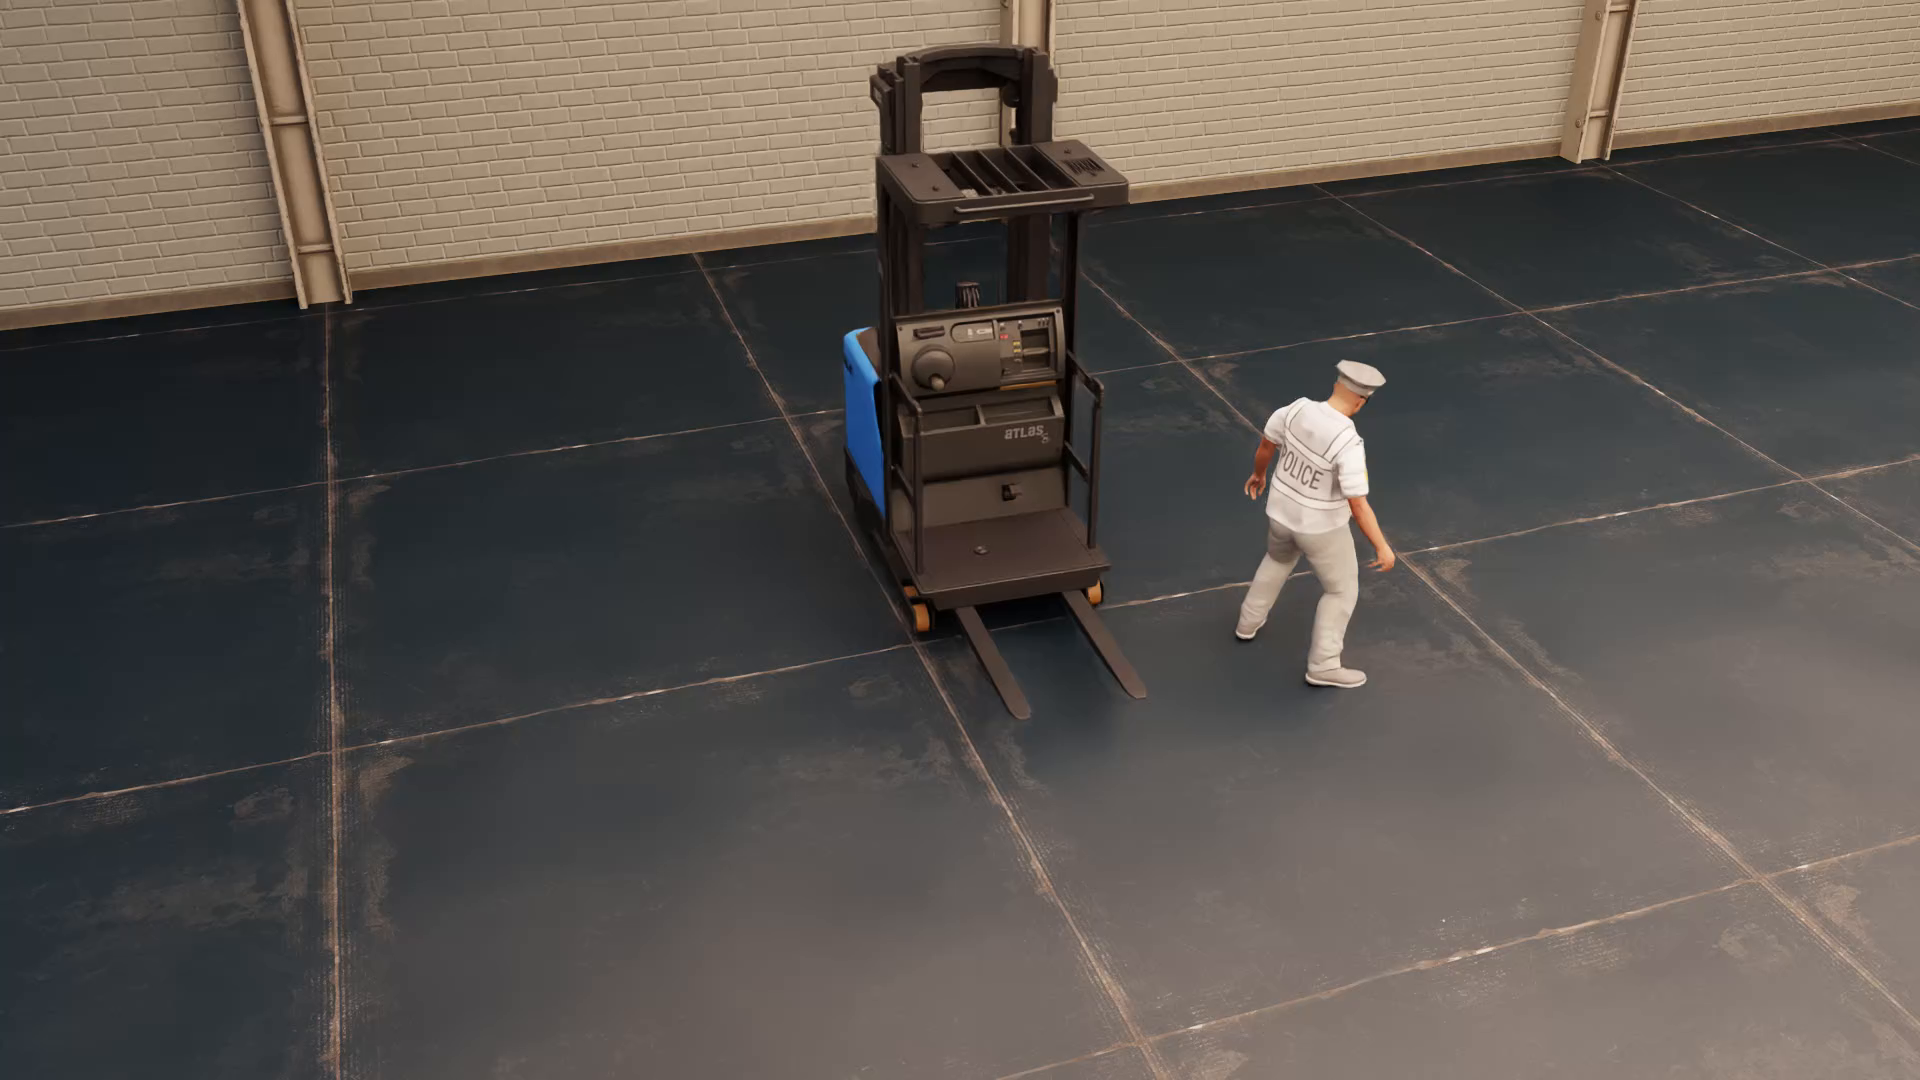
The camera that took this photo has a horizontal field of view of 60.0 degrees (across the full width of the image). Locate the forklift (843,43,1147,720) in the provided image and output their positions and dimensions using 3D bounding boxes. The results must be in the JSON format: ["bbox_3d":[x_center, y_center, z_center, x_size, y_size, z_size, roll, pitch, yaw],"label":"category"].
[{"bbox_3d":[0.178,-0.979,8.788,1.130,2.935,3.031,-8,31,-14],"label":"forklift"}]

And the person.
[{"bbox_3d":[1.832,-0.115,8.535,0.440,1.710,0.925,-18,35,-29],"label":"person"}]
